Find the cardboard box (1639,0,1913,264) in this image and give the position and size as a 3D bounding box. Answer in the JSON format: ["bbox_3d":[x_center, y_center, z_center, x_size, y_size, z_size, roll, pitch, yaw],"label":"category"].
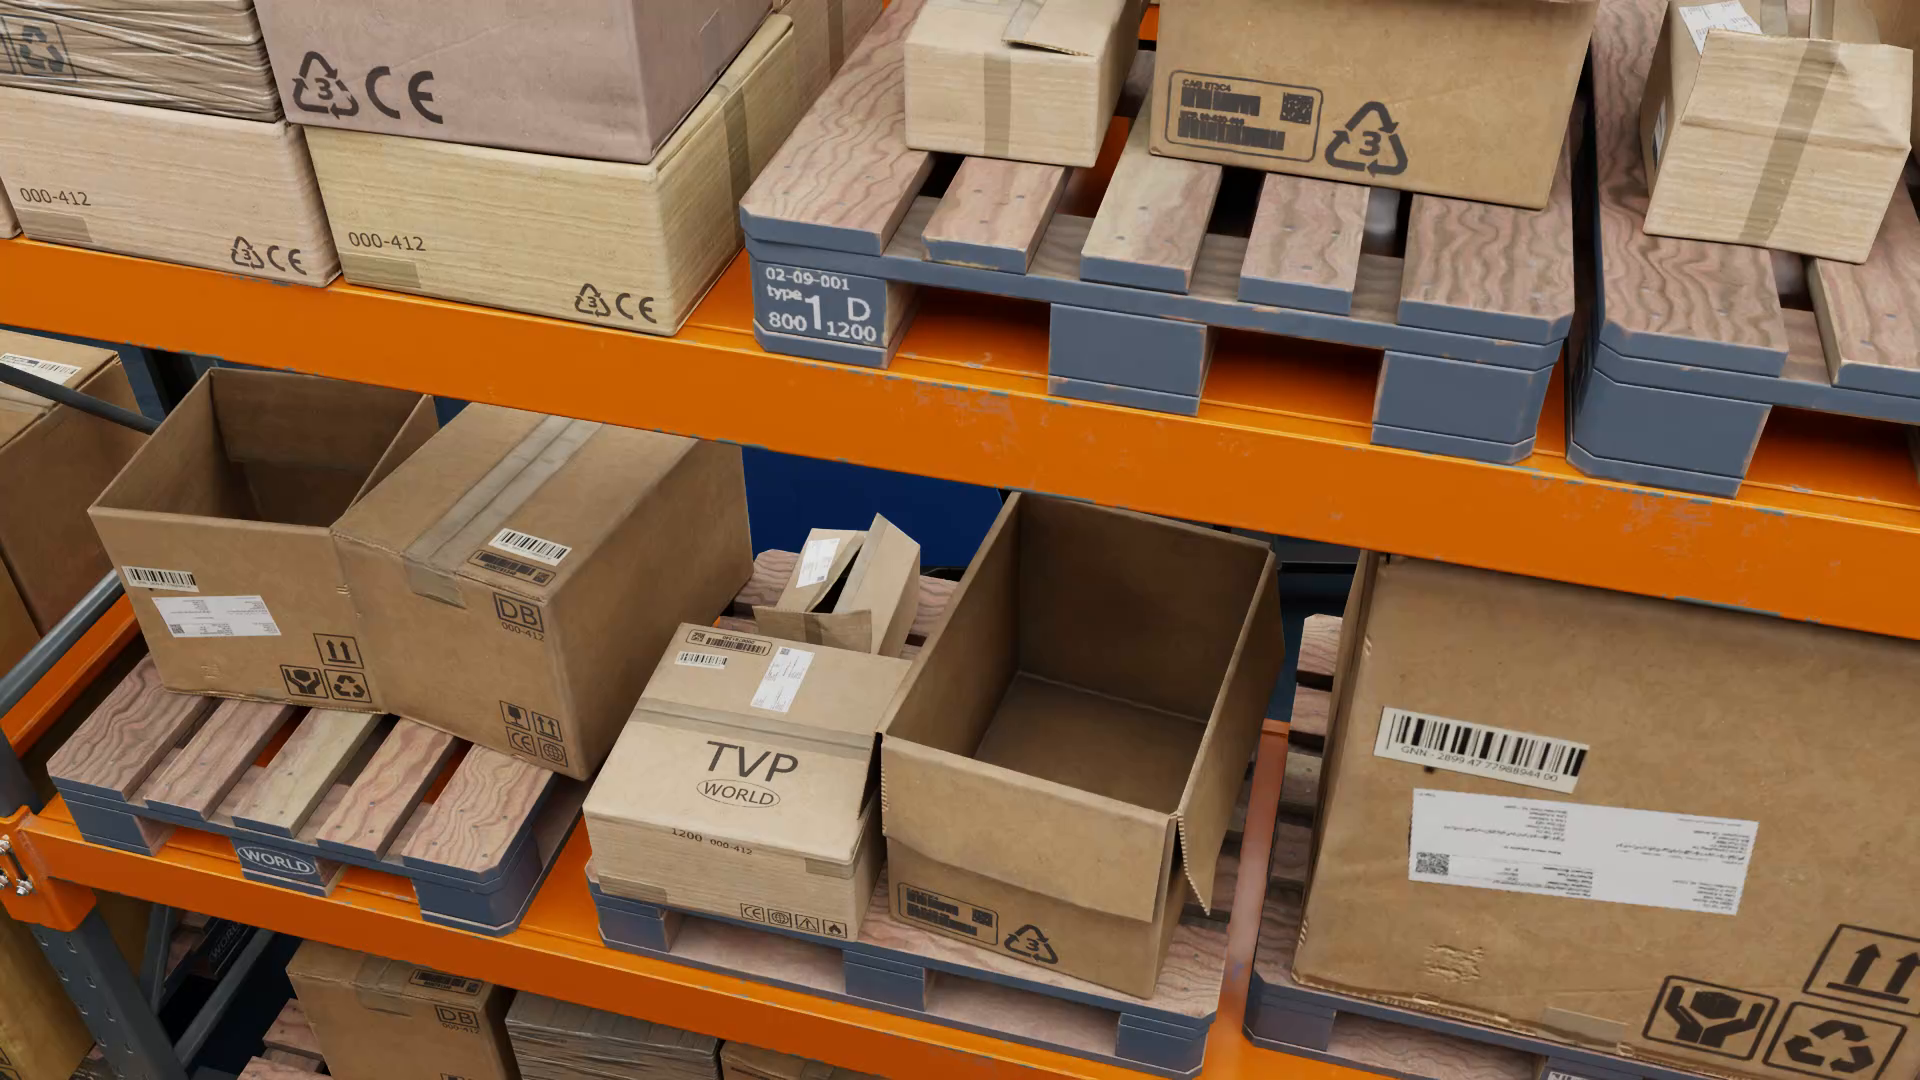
[{"bbox_3d":[0.997,-0.557,2.026,0.258,0.266,0.396,11,41,13],"label":"cardboard box"}]

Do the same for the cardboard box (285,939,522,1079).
[{"bbox_3d":[-1.281,1.018,4.307,0.500,0.500,0.700,8,41,9],"label":"cardboard box"}]

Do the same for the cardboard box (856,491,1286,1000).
[{"bbox_3d":[0.232,0.364,3.077,0.637,0.503,0.797,14,42,16],"label":"cardboard box"}]

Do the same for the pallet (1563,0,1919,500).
[{"bbox_3d":[1.362,-0.450,2.268,1.003,0.211,1.213,10,41,11],"label":"pallet"}]

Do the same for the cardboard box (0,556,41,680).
[{"bbox_3d":[-2.474,0.164,3.645,0.500,0.500,0.500,11,41,13],"label":"cardboard box"}]

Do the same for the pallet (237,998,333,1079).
[{"bbox_3d":[-1.179,1.329,4.504,1.213,0.211,1.003,10,41,11],"label":"pallet"}]

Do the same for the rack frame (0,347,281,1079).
[{"bbox_3d":[-1.933,0.130,3.763,0.127,3.000,1.000,10,41,11],"label":"rack frame"}]

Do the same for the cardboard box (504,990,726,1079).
[{"bbox_3d":[-0.742,1.102,4.207,0.500,0.500,0.700,7,40,8],"label":"cardboard box"}]

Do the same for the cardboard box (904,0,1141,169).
[{"bbox_3d":[0.094,-0.674,2.243,0.250,0.166,0.380,9,41,10],"label":"cardboard box"}]

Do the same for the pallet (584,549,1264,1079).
[{"bbox_3d":[-0.011,0.507,3.463,1.213,0.211,1.003,10,41,11],"label":"pallet"}]

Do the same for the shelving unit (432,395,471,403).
[{"bbox_3d":[-1.487,-0.760,5.989,1.048,1.500,0.538,9,41,11],"label":"shelving unit"}]

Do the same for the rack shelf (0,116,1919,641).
[{"bbox_3d":[-0.001,-0.411,2.633,4.000,0.370,1.077,10,41,11],"label":"rack shelf"}]

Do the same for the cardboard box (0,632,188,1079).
[{"bbox_3d":[-2.595,0.655,4.463,0.875,0.875,1.225,8,41,9],"label":"cardboard box"}]

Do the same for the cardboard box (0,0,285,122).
[{"bbox_3d":[-1.057,-0.924,2.219,0.500,0.500,0.500,10,41,12],"label":"cardboard box"}]

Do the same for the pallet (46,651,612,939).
[{"bbox_3d":[-1.217,0.256,3.762,1.003,0.211,1.213,10,41,11],"label":"pallet"}]

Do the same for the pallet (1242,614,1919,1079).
[{"bbox_3d":[1.230,0.651,3.291,1.213,0.211,1.003,10,41,11],"label":"pallet"}]

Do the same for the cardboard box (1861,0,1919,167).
[{"bbox_3d":[1.502,-0.694,2.004,0.637,0.503,0.797,8,41,9],"label":"cardboard box"}]

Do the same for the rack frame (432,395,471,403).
[{"bbox_3d":[-1.980,-0.840,6.084,0.032,1.500,0.500,9,41,11],"label":"rack frame"}]

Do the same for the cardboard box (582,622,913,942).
[{"bbox_3d":[-0.374,0.448,3.174,0.500,0.250,0.500,9,41,10],"label":"cardboard box"}]

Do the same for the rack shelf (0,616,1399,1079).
[{"bbox_3d":[-0.001,0.738,3.598,4.000,0.370,1.077,10,41,11],"label":"rack shelf"}]

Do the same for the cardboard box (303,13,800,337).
[{"bbox_3d":[-0.550,-0.560,2.368,0.500,0.250,0.500,11,41,12],"label":"cardboard box"}]

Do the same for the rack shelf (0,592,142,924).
[{"bbox_3d":[-3.865,0.073,4.390,4.000,0.370,1.077,10,41,11],"label":"rack shelf"}]

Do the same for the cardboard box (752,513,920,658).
[{"bbox_3d":[-0.253,0.130,3.540,0.258,0.266,0.396,9,41,10],"label":"cardboard box"}]

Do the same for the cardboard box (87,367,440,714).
[{"bbox_3d":[-1.401,-0.004,3.518,0.500,0.500,0.500,5,40,6],"label":"cardboard box"}]

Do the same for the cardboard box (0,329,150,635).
[{"bbox_3d":[-2.333,-0.158,4.028,0.500,0.500,0.500,11,41,13],"label":"cardboard box"}]

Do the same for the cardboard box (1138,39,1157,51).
[{"bbox_3d":[0.857,-1.933,7.643,0.750,0.750,1.050,10,41,12],"label":"cardboard box"}]

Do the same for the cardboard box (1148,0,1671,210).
[{"bbox_3d":[0.592,-0.850,2.190,0.637,0.503,0.797,11,41,13],"label":"cardboard box"}]

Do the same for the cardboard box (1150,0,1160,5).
[{"bbox_3d":[0.789,-2.564,6.892,0.500,0.500,0.500,10,41,11],"label":"cardboard box"}]

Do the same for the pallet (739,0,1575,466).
[{"bbox_3d":[0.359,-0.621,2.471,1.003,0.211,1.213,10,41,11],"label":"pallet"}]

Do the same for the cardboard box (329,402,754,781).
[{"bbox_3d":[-0.836,0.027,3.482,0.500,0.500,0.700,16,42,18],"label":"cardboard box"}]

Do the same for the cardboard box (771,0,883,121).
[{"bbox_3d":[-0.444,-0.875,2.744,0.500,0.250,0.500,11,41,13],"label":"cardboard box"}]

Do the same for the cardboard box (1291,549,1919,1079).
[{"bbox_3d":[1.199,0.186,2.904,1.000,1.000,1.000,10,41,12],"label":"cardboard box"}]

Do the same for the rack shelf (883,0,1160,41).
[{"bbox_3d":[1.378,-2.327,7.247,4.000,0.370,1.077,10,41,11],"label":"rack shelf"}]

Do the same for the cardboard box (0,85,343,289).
[{"bbox_3d":[-1.049,-0.639,2.463,0.500,0.250,0.500,11,41,12],"label":"cardboard box"}]

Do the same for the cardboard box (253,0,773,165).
[{"bbox_3d":[-0.569,-0.844,2.124,0.500,0.500,0.500,9,41,10],"label":"cardboard box"}]

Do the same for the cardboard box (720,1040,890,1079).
[{"bbox_3d":[-0.192,1.192,4.100,0.500,0.500,0.700,13,42,15],"label":"cardboard box"}]

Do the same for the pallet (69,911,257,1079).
[{"bbox_3d":[-2.676,1.020,4.871,1.213,0.211,1.003,10,41,11],"label":"pallet"}]

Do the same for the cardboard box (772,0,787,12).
[{"bbox_3d":[-0.435,-1.154,2.493,0.500,0.500,0.500,10,41,12],"label":"cardboard box"}]

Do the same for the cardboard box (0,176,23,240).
[{"bbox_3d":[-1.545,-0.725,2.565,0.500,0.250,0.500,10,41,12],"label":"cardboard box"}]

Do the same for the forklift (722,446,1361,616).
[{"bbox_3d":[0.624,-1.109,5.291,3.031,2.935,1.130,1,40,1],"label":"forklift"}]
